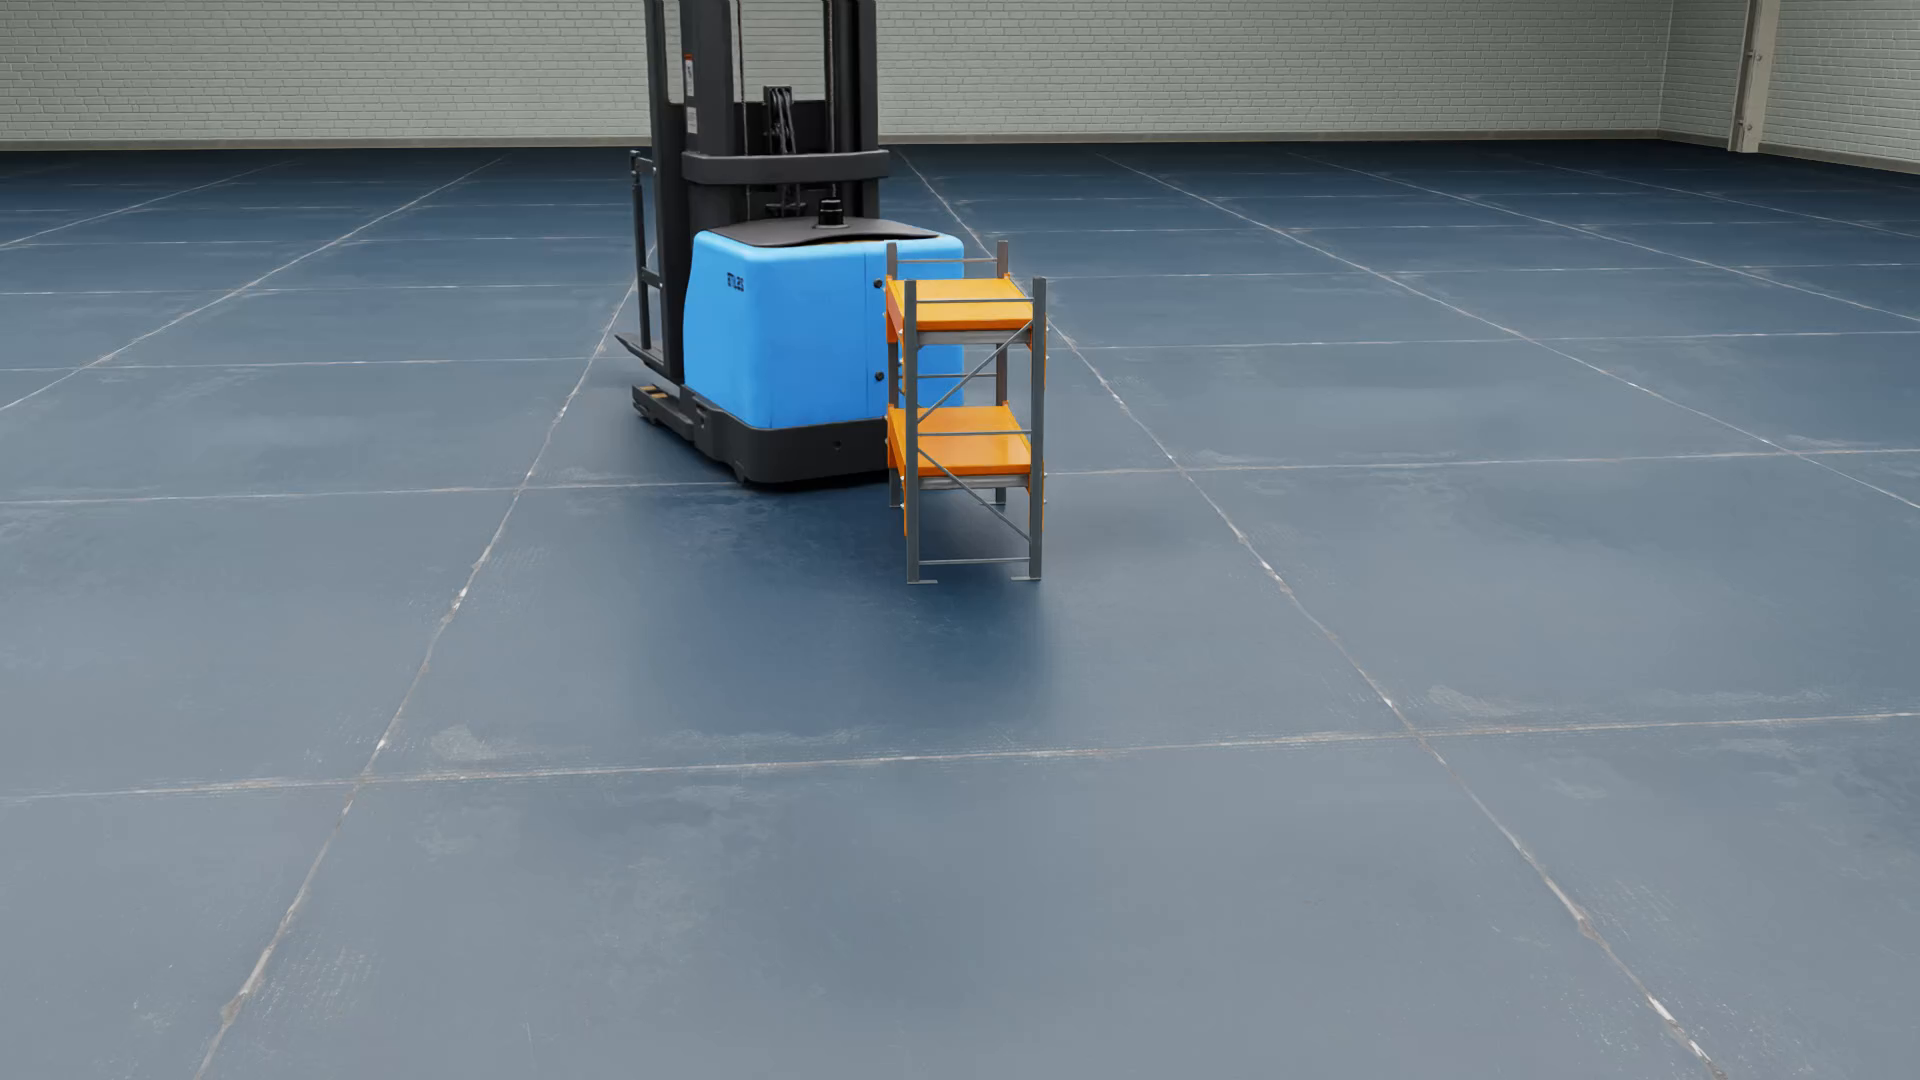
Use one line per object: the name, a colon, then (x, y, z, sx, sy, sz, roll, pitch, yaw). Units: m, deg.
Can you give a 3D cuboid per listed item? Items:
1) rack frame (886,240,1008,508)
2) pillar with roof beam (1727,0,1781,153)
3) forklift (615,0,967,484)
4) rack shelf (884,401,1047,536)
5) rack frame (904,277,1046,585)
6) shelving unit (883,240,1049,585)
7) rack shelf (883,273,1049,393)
rack frame: (-0.052, -0.686, 6.985, 0.500, 1.125, 0.032, -2, 18, -6)
pillar with roof beam: (8.005, -10.253, 24.312, 9.100, 9.000, 0.400, -2, 18, -6)
forklift: (-1.068, -2.041, 8.286, 1.130, 2.935, 3.031, -8, 19, -25)
rack shelf: (0.001, -0.301, 6.575, 0.538, 0.278, 1.000, -2, 18, -6)
rack frame: (0.053, -0.383, 6.020, 0.500, 1.125, 0.032, -2, 18, -6)
shelving unit: (0.001, -0.535, 6.502, 0.538, 1.125, 1.048, -2, 18, -6)
rack shelf: (0.001, -0.814, 6.414, 0.538, 0.278, 1.000, -2, 18, -6)
